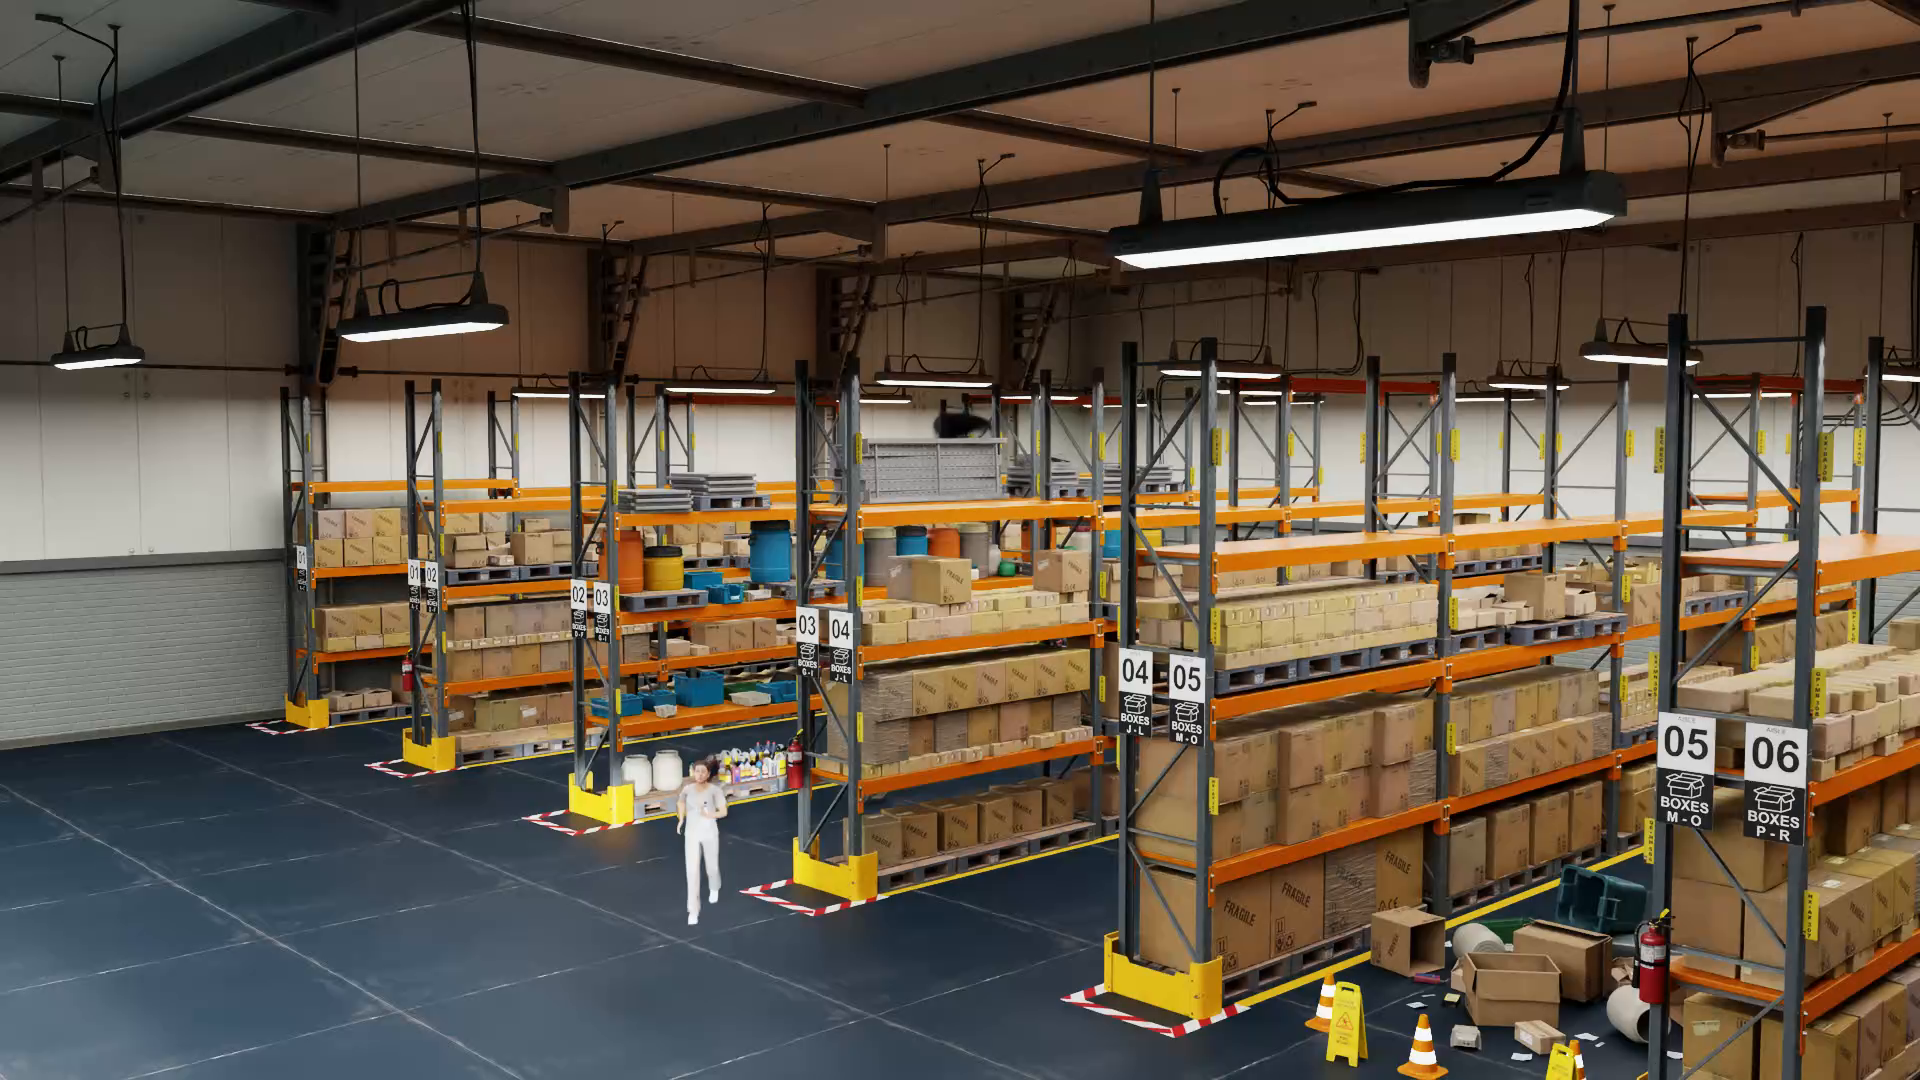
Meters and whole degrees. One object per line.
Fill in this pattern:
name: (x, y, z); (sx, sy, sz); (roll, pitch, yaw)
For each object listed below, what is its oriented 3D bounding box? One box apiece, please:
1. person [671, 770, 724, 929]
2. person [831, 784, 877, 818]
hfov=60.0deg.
person: (-2.774, 3.227, 17.545); (0.569, 1.624, 0.713); (0, 4, 1)
person: (-1.416, 2.849, 22.809); (0.665, 1.783, 1.106); (2, 4, 28)
